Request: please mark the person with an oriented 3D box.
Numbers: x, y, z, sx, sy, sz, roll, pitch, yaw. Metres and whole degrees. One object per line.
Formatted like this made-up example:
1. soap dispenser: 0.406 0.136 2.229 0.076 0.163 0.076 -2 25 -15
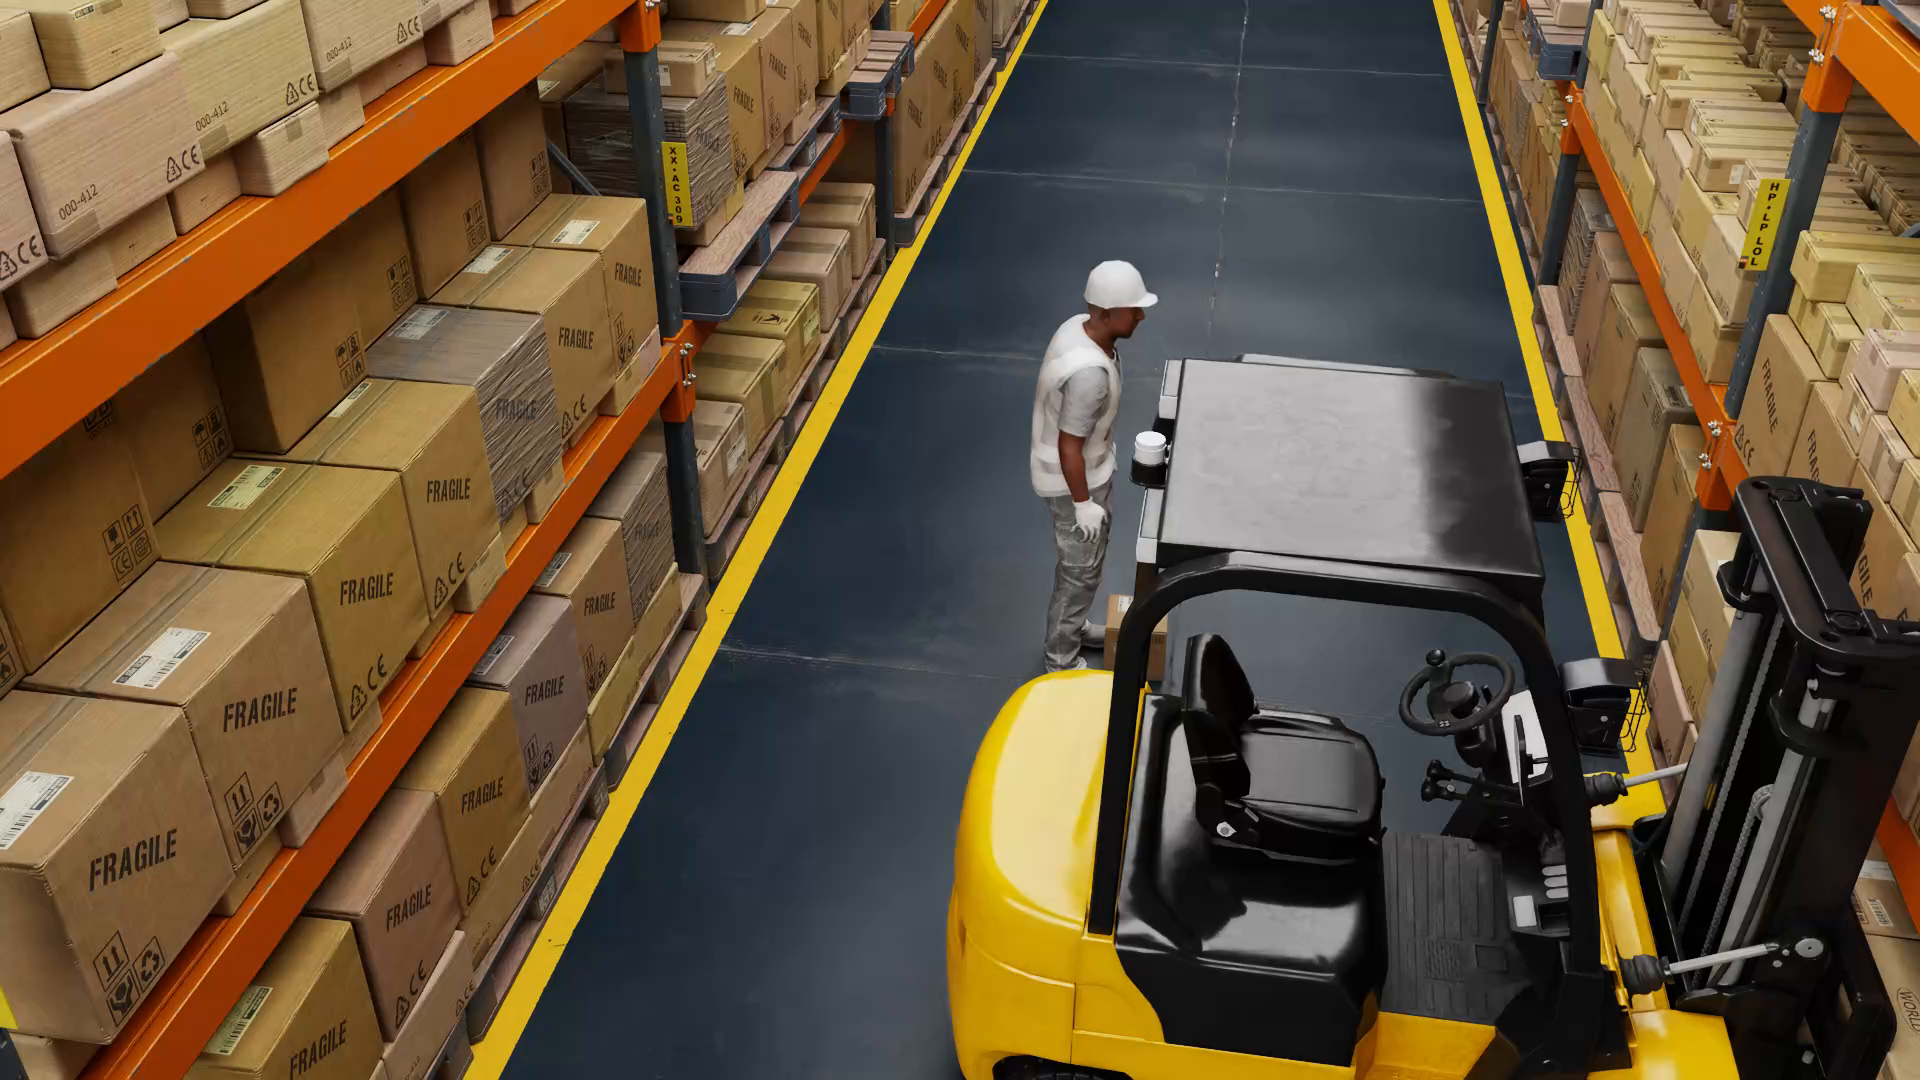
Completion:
1. person: 0.503 -0.251 6.526 0.449 1.774 0.616 5 32 8
